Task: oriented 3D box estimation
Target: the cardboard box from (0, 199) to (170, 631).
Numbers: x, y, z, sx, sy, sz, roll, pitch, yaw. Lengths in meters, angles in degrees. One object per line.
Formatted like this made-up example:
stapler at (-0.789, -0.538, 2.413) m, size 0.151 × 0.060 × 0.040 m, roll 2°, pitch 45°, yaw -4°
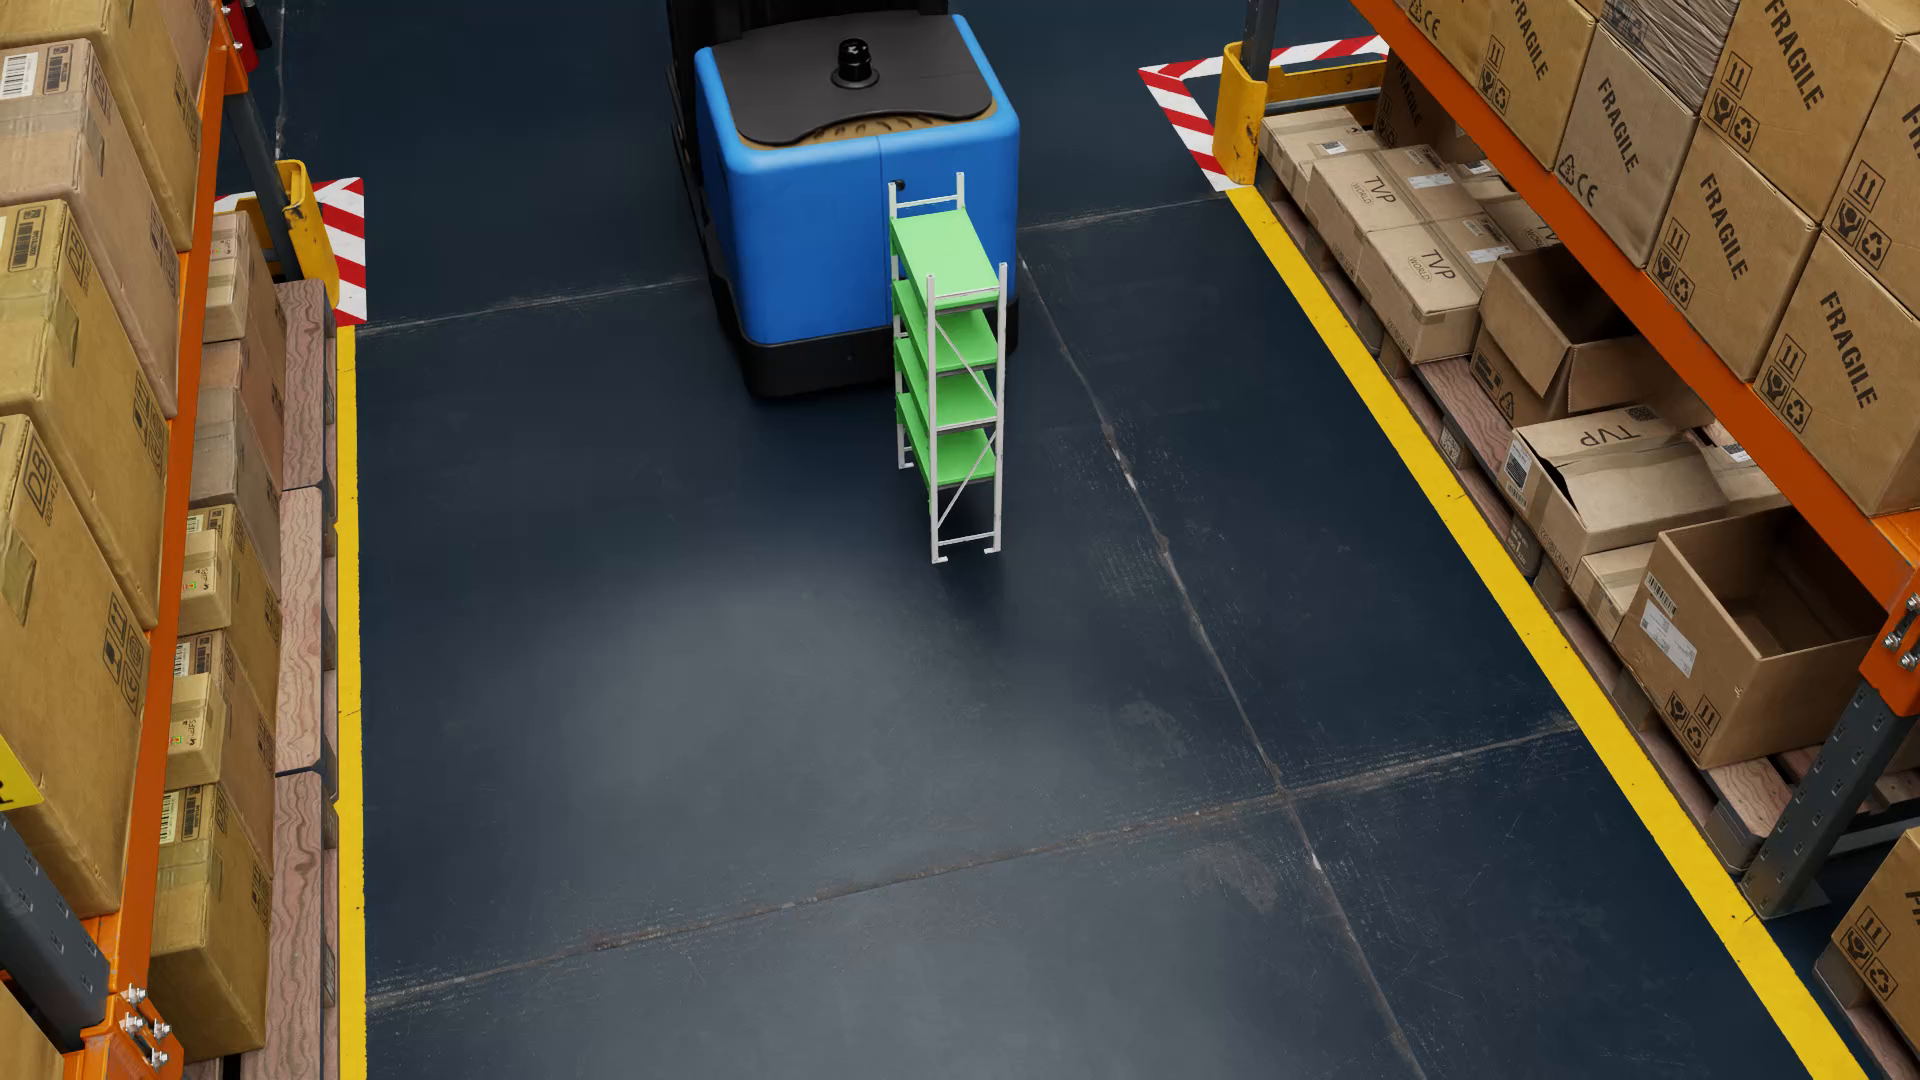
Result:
cardboard box at (-2.365, -0.184, 3.620) m, size 0.980 × 0.700 × 0.700 m, roll -12°, pitch 47°, yaw -11°

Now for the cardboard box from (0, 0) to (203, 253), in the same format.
cardboard box at (-2.747, -1.212, 4.628) m, size 0.980 × 0.700 × 0.700 m, roll -11°, pitch 47°, yaw -11°

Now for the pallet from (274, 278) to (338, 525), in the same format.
pallet at (-2.804, -0.444, 6.037) m, size 1.003 × 0.211 × 1.213 m, roll -11°, pitch 47°, yaw -10°

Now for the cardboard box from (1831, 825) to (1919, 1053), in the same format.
cardboard box at (2.616, 0.995, 4.117) m, size 0.500 × 0.500 × 0.500 m, roll -13°, pitch 47°, yaw -12°

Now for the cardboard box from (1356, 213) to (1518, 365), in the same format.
cardboard box at (1.825, -0.940, 6.188) m, size 0.500 × 0.250 × 0.500 m, roll -11°, pitch 47°, yaw -10°

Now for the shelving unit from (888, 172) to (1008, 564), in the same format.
shelving unit at (-0.042, -0.534, 5.433) m, size 0.258 × 1.200 × 0.503 m, roll -11°, pitch 47°, yaw -10°

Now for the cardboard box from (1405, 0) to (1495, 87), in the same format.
cardboard box at (1.825, -1.844, 5.387) m, size 0.500 × 0.500 × 0.500 m, roll -11°, pitch 47°, yaw -10°

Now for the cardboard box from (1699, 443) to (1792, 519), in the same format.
cardboard box at (2.598, -0.191, 5.513) m, size 0.380 × 0.166 × 0.250 m, roll -11°, pitch 47°, yaw -10°

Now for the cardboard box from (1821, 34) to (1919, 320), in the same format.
cardboard box at (2.348, -0.791, 3.655) m, size 0.500 × 0.500 × 0.500 m, roll -10°, pitch 47°, yaw -10°

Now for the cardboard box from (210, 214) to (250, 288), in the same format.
cardboard box at (-2.599, -0.937, 5.570) m, size 0.380 × 0.149 × 0.250 m, roll -11°, pitch 47°, yaw -11°

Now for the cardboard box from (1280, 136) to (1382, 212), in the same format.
cardboard box at (1.543, -1.504, 6.799) m, size 0.380 × 0.166 × 0.250 m, roll -11°, pitch 47°, yaw -10°

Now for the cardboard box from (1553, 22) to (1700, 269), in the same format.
cardboard box at (2.085, -1.148, 4.704) m, size 0.500 × 0.500 × 0.500 m, roll -10°, pitch 46°, yaw -9°

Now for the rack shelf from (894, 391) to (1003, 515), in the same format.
rack shelf at (-0.042, -0.322, 5.651) m, size 0.258 × 0.148 × 0.480 m, roll -11°, pitch 47°, yaw -10°

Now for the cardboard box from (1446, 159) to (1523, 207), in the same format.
cardboard box at (2.098, -1.402, 6.699) m, size 0.380 × 0.166 × 0.250 m, roll -11°, pitch 47°, yaw -10°

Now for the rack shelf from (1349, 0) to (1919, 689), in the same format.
rack shelf at (2.216, -1.233, 5.362) m, size 1.077 × 0.370 × 4.000 m, roll -11°, pitch 47°, yaw -10°

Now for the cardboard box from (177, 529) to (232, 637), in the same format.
cardboard box at (-2.197, 0.140, 4.515) m, size 0.380 × 0.149 × 0.250 m, roll -12°, pitch 47°, yaw -11°

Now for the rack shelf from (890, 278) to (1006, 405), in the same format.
rack shelf at (-0.042, -0.657, 5.308) m, size 0.258 × 0.148 × 0.480 m, roll -11°, pitch 47°, yaw -10°

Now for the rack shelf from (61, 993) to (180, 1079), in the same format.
rack shelf at (-1.548, 2.437, 1.766) m, size 1.077 × 0.370 × 4.000 m, roll -11°, pitch 47°, yaw -10°

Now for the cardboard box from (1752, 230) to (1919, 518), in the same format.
cardboard box at (2.352, -0.438, 4.009) m, size 0.500 × 0.500 × 0.500 m, roll -10°, pitch 46°, yaw -10°

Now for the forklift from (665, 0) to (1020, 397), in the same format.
forklift at (-0.650, -2.630, 6.275) m, size 1.130 × 2.935 × 3.031 m, roll -11°, pitch 47°, yaw -10°

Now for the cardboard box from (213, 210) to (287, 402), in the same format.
cardboard box at (-2.808, -0.765, 5.855) m, size 0.700 × 0.500 × 0.500 m, roll -11°, pitch 47°, yaw -10°

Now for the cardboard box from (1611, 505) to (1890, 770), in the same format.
cardboard box at (2.308, 0.275, 4.822) m, size 0.500 × 0.500 × 0.500 m, roll -11°, pitch 47°, yaw -10°

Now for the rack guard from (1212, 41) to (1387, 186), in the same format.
rack guard at (1.723, -1.939, 7.300) m, size 1.175 × 0.500 × 0.348 m, roll -11°, pitch 47°, yaw -10°

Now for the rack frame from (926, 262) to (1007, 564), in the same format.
rack frame at (0.020, -0.366, 5.268) m, size 0.240 × 1.200 × 0.015 m, roll -11°, pitch 47°, yaw -10°

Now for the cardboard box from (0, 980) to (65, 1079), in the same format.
cardboard box at (-1.698, 0.930, 2.446) m, size 0.500 × 0.500 × 0.500 m, roll -11°, pitch 47°, yaw -11°

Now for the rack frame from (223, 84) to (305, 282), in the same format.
rack frame at (-3.084, -1.958, 5.568) m, size 1.000 × 3.000 × 0.127 m, roll -11°, pitch 47°, yaw -10°

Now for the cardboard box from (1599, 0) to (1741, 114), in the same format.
cardboard box at (2.085, -1.492, 4.342) m, size 0.500 × 0.500 × 0.500 m, roll -10°, pitch 46°, yaw -10°

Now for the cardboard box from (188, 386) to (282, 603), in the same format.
cardboard box at (-2.551, -0.072, 5.177) m, size 0.700 × 0.500 × 0.500 m, roll -12°, pitch 47°, yaw -12°

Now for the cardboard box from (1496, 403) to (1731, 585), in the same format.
cardboard box at (2.116, -0.177, 5.397) m, size 0.500 × 0.311 × 0.500 m, roll -11°, pitch 47°, yaw -10°

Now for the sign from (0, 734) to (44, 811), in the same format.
sign at (-1.538, 0.320, 2.581) m, size 0.100 × 0.325 × 0.005 m, roll -11°, pitch 47°, yaw -10°

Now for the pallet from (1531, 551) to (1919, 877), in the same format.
pallet at (2.553, 0.397, 5.213) m, size 1.003 × 0.211 × 1.213 m, roll -11°, pitch 47°, yaw -10°

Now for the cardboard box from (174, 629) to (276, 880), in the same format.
cardboard box at (-2.278, 0.649, 4.470) m, size 0.700 × 0.500 × 0.500 m, roll -11°, pitch 47°, yaw -11°

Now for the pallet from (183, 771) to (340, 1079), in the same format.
pallet at (-2.179, 1.241, 4.386) m, size 1.003 × 0.211 × 1.213 m, roll -11°, pitch 47°, yaw -10°

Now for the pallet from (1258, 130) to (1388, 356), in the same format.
pallet at (1.928, -1.287, 6.864) m, size 1.003 × 0.211 × 1.213 m, roll -11°, pitch 47°, yaw -10°
